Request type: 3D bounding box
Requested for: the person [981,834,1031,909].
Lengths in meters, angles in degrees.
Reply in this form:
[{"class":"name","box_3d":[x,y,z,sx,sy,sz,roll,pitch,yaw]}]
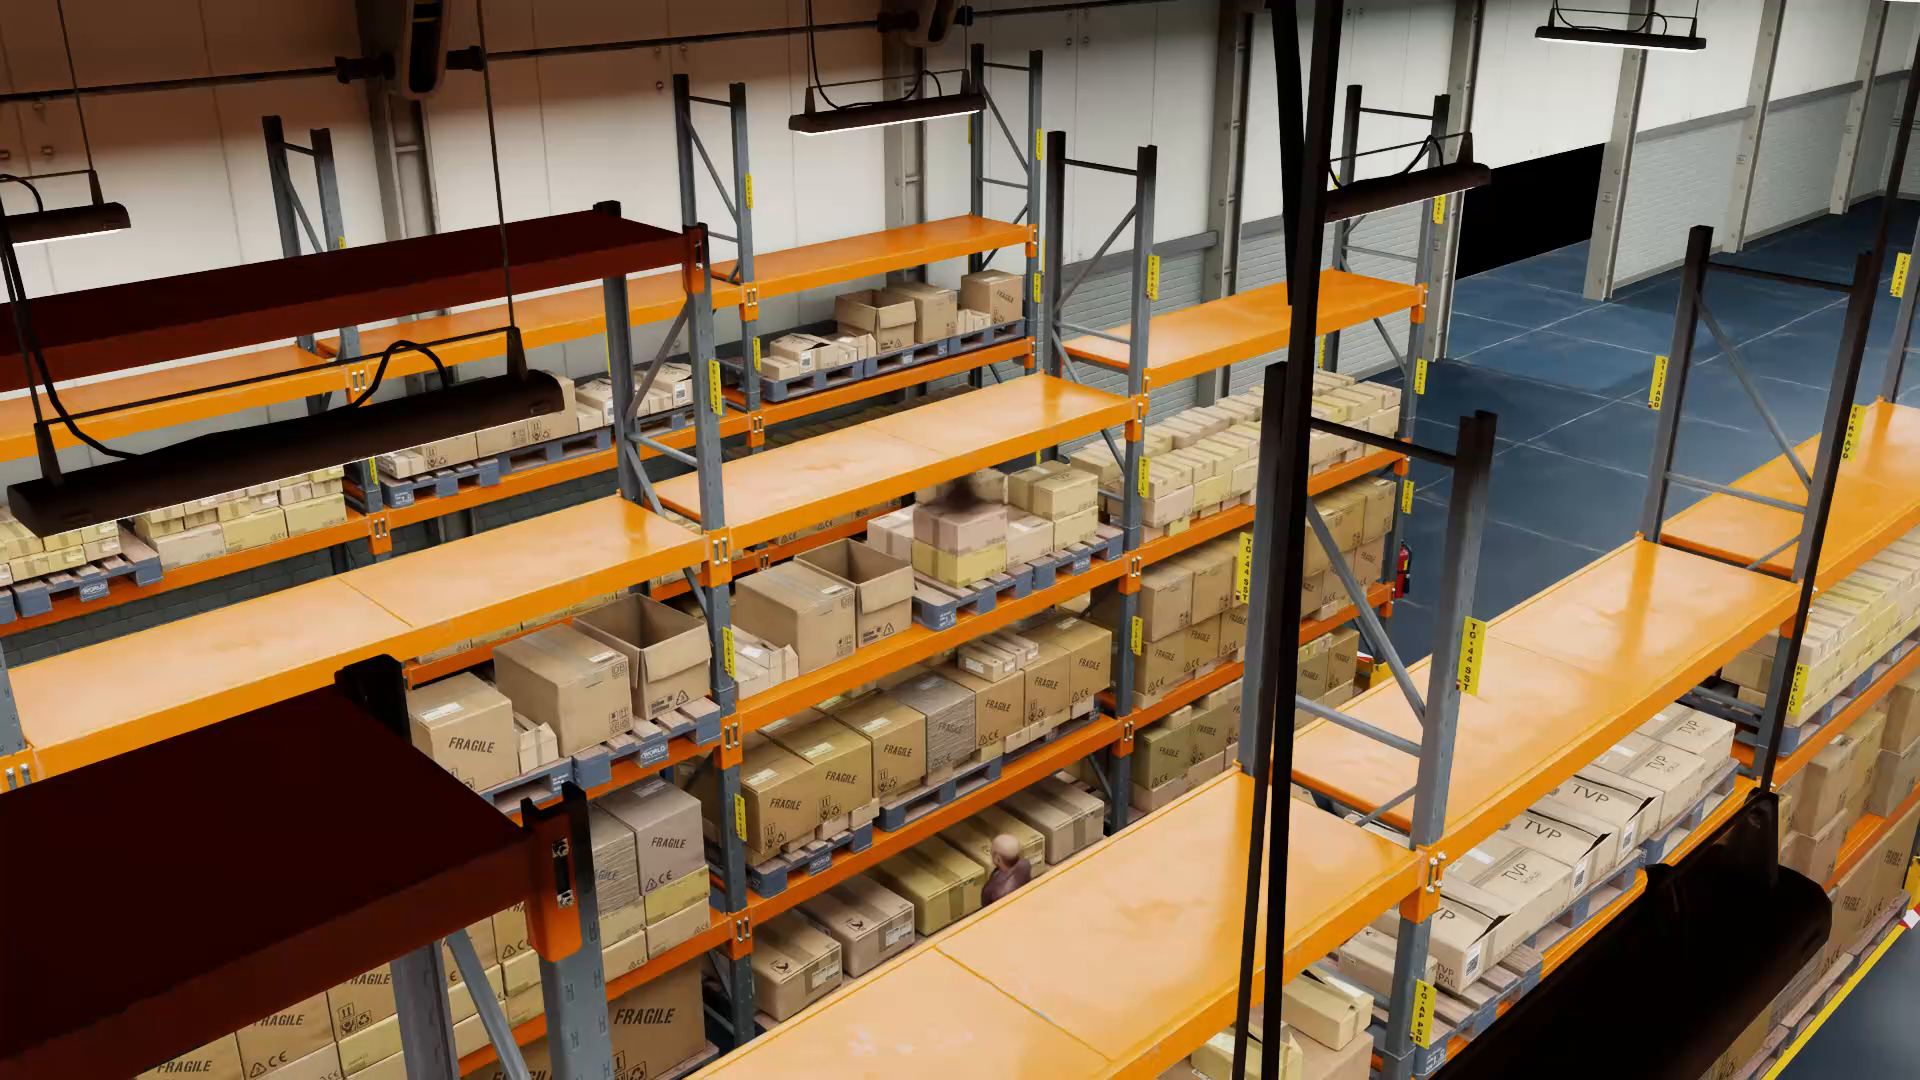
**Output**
[{"class":"person","box_3d":[0.274,2.826,11.657,0.439,1.782,0.652,7,23,16]}]
